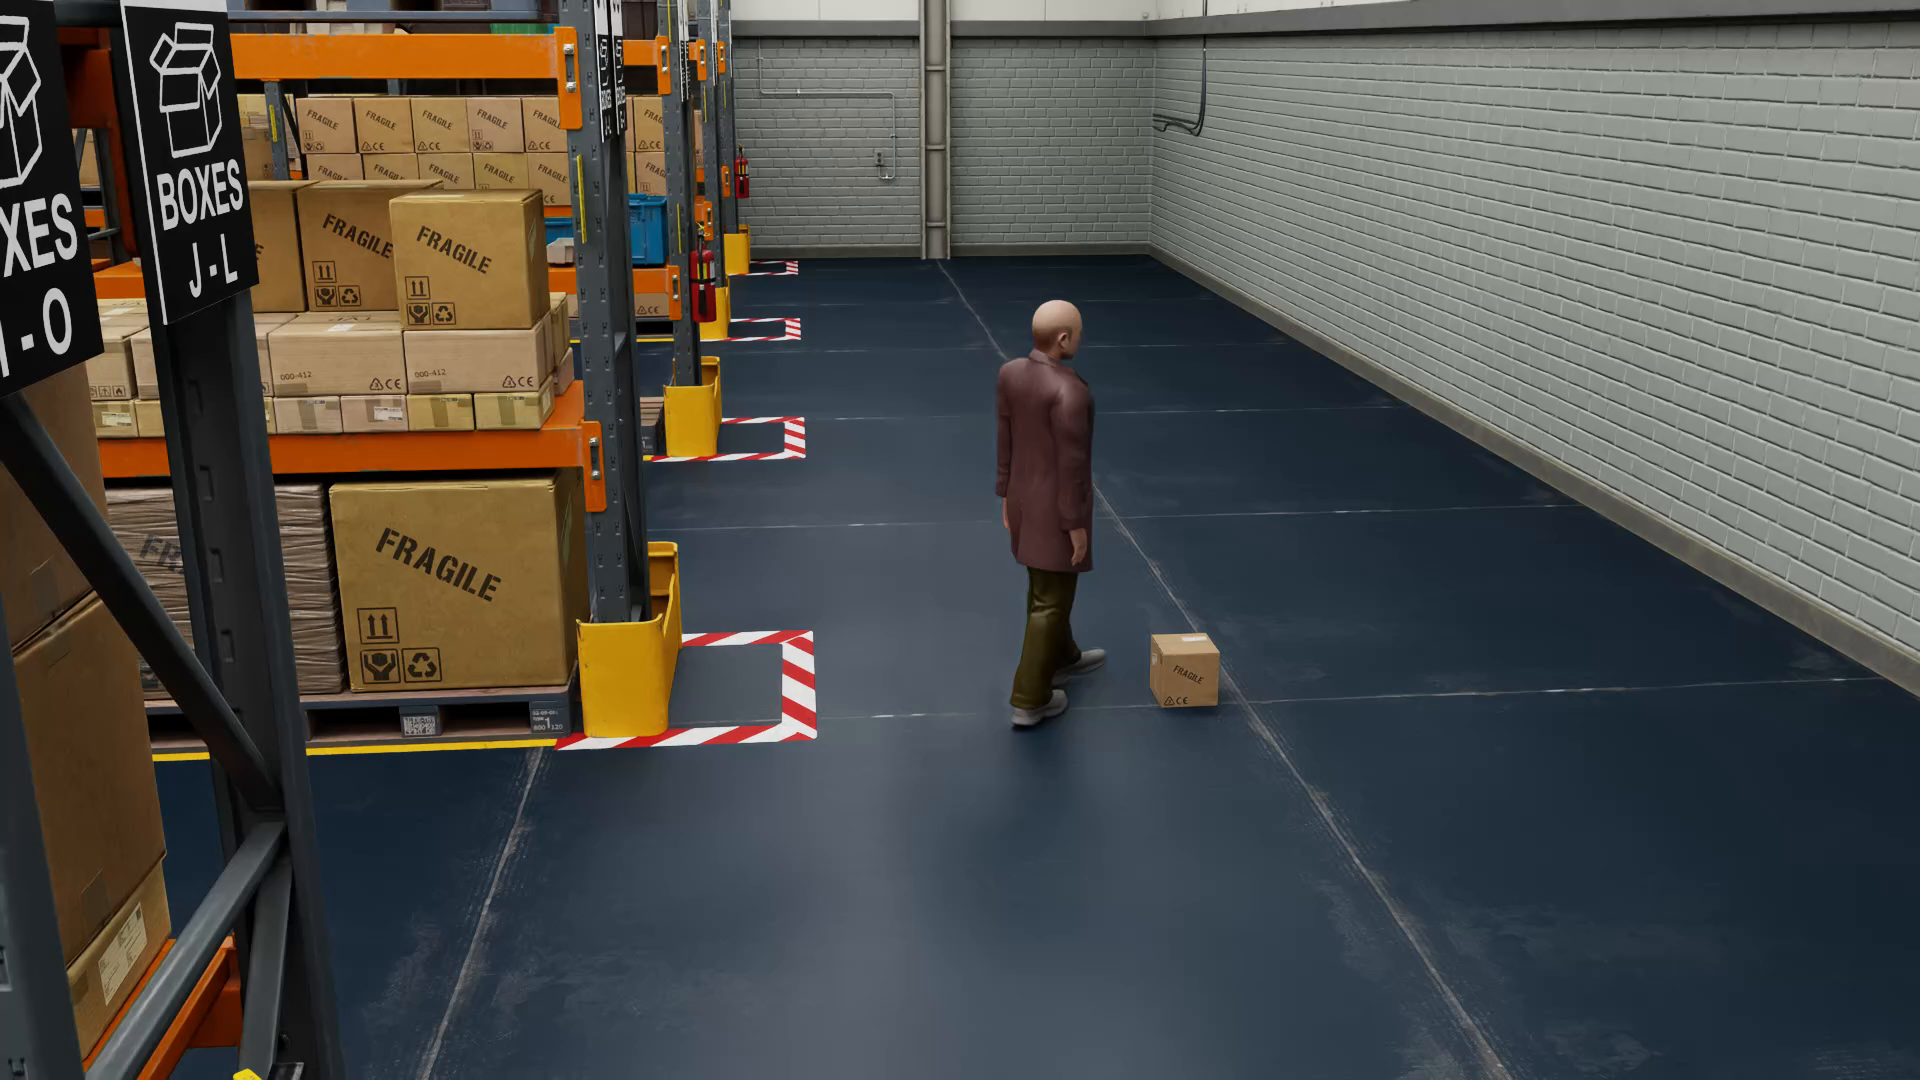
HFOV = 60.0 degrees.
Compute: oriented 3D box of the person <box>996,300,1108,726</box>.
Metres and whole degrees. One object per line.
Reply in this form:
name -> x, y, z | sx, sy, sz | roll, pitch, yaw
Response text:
person -> 0.453, -0.142, 7.030 | 0.722, 1.775, 0.599 | -11, 19, -32
